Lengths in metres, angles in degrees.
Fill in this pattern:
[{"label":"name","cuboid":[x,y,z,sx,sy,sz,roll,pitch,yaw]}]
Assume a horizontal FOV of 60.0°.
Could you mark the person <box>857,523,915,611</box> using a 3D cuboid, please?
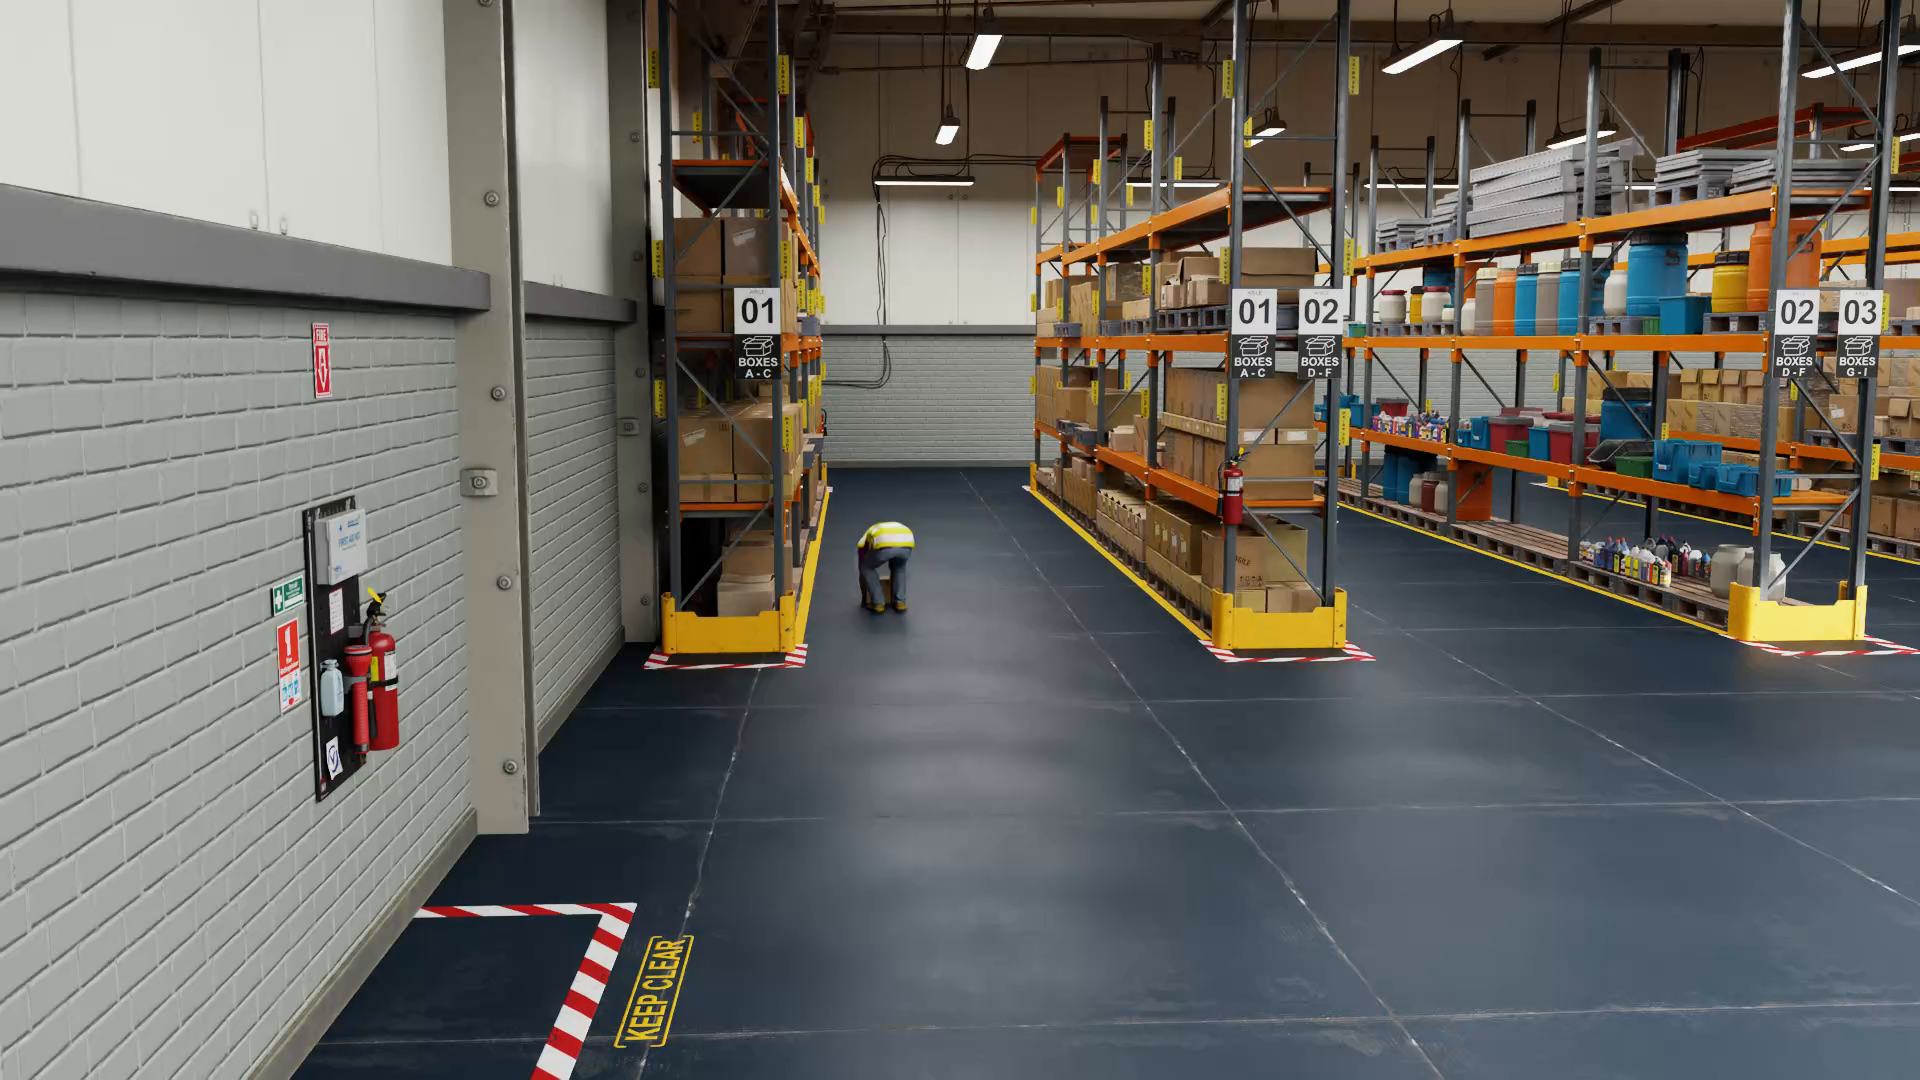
[{"label":"person","cuboid":[-0.789,0.252,17.224,0.507,0.907,0.978,-2,7,-19]}]
